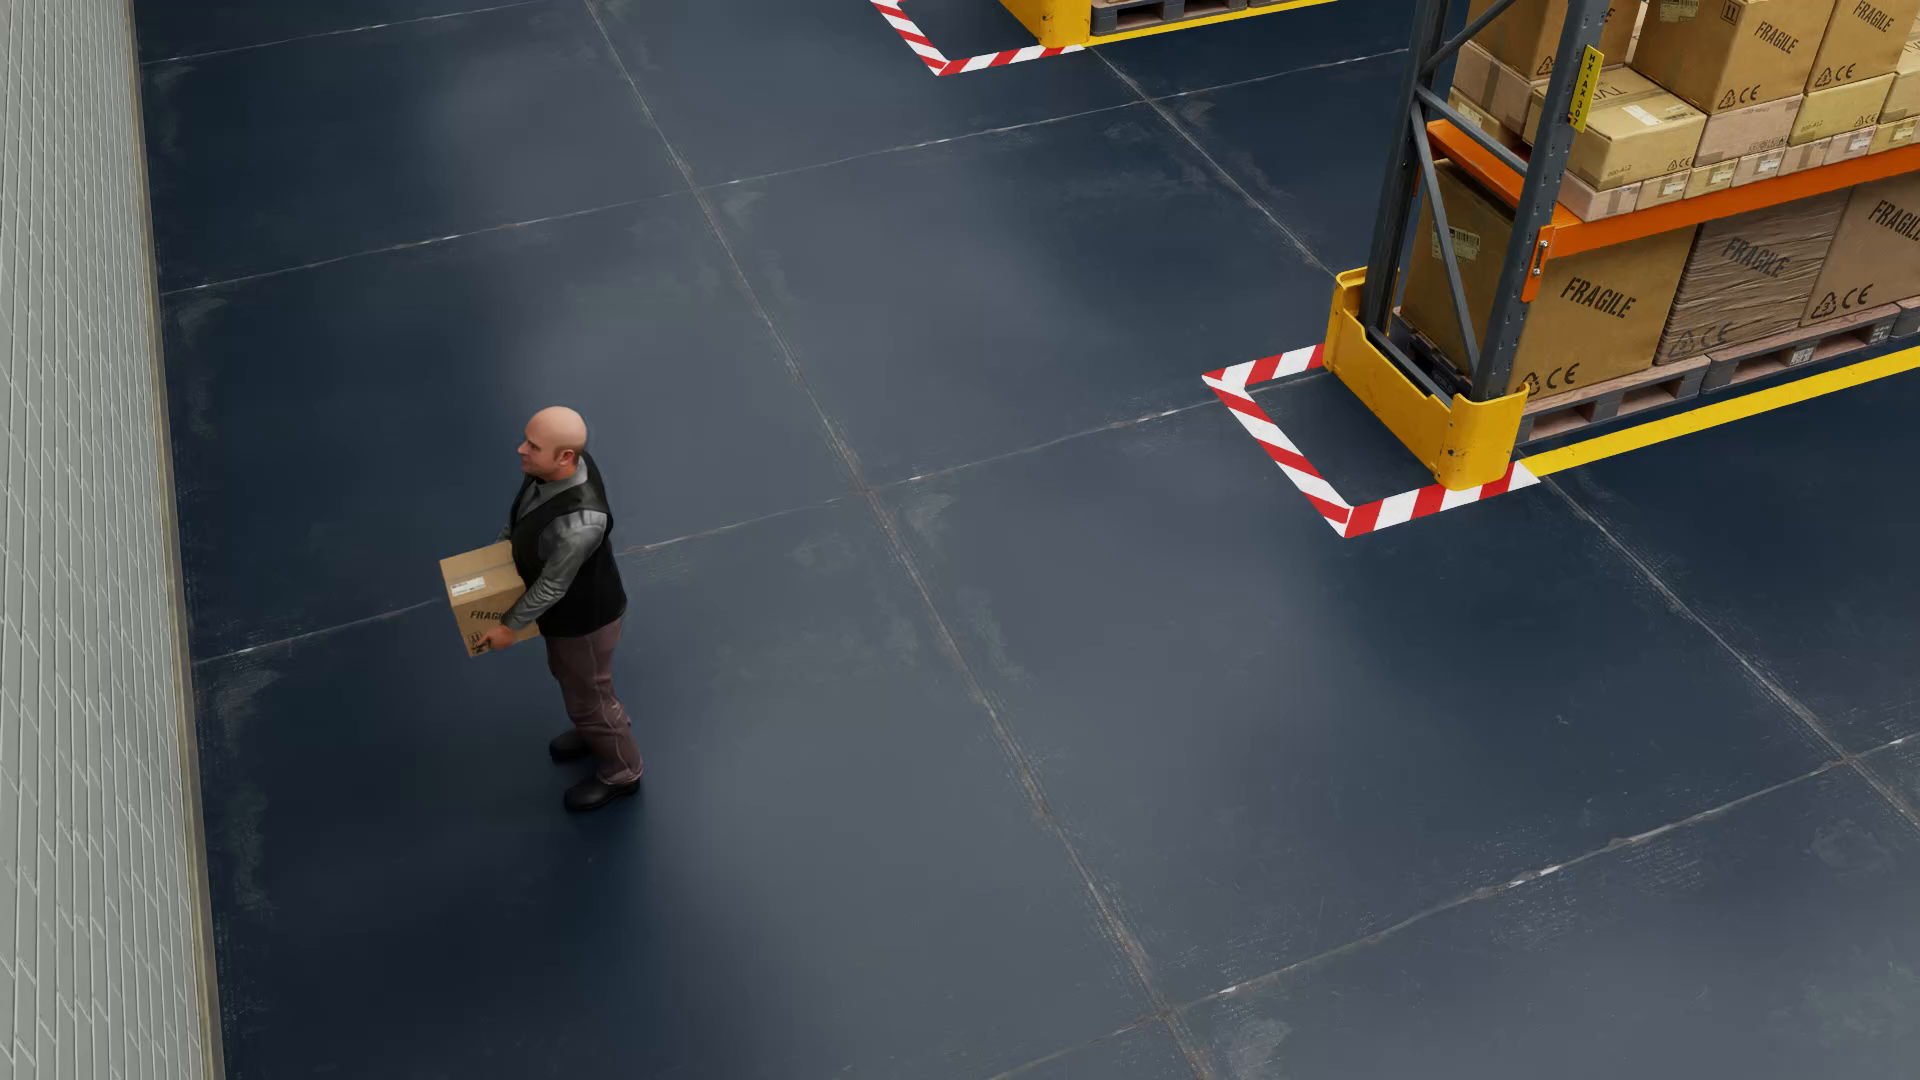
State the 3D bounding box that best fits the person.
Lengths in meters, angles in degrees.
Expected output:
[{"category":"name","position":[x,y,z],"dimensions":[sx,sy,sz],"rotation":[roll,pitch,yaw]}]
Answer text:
[{"category":"person","position":[-1.453,0.264,5.881],"dimensions":[0.550,1.719,0.499],"rotation":[-15,44,-16]}]
